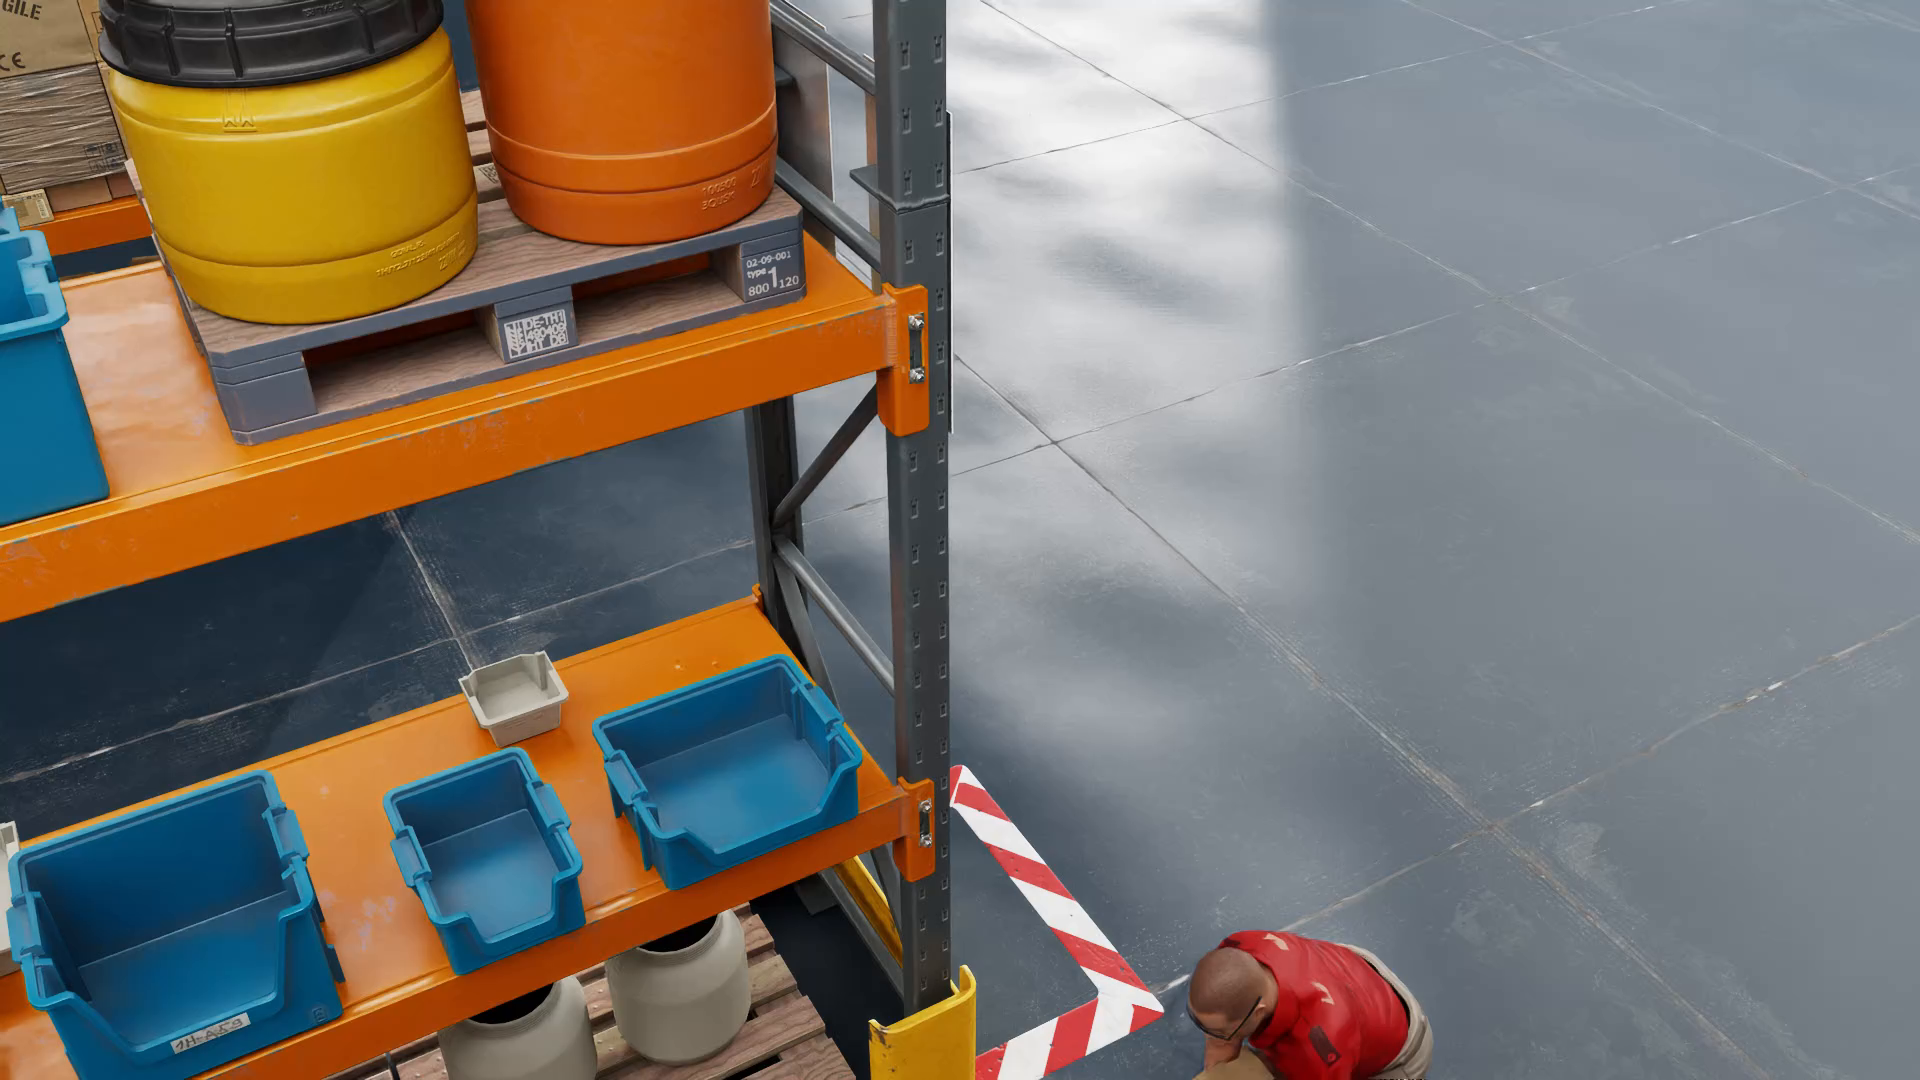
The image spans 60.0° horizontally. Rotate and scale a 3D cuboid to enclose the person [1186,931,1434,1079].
[{"bbox_3d":[0.860,1.473,4.373,0.779,1.504,0.475,-20,41,-25],"label":"person"}]
